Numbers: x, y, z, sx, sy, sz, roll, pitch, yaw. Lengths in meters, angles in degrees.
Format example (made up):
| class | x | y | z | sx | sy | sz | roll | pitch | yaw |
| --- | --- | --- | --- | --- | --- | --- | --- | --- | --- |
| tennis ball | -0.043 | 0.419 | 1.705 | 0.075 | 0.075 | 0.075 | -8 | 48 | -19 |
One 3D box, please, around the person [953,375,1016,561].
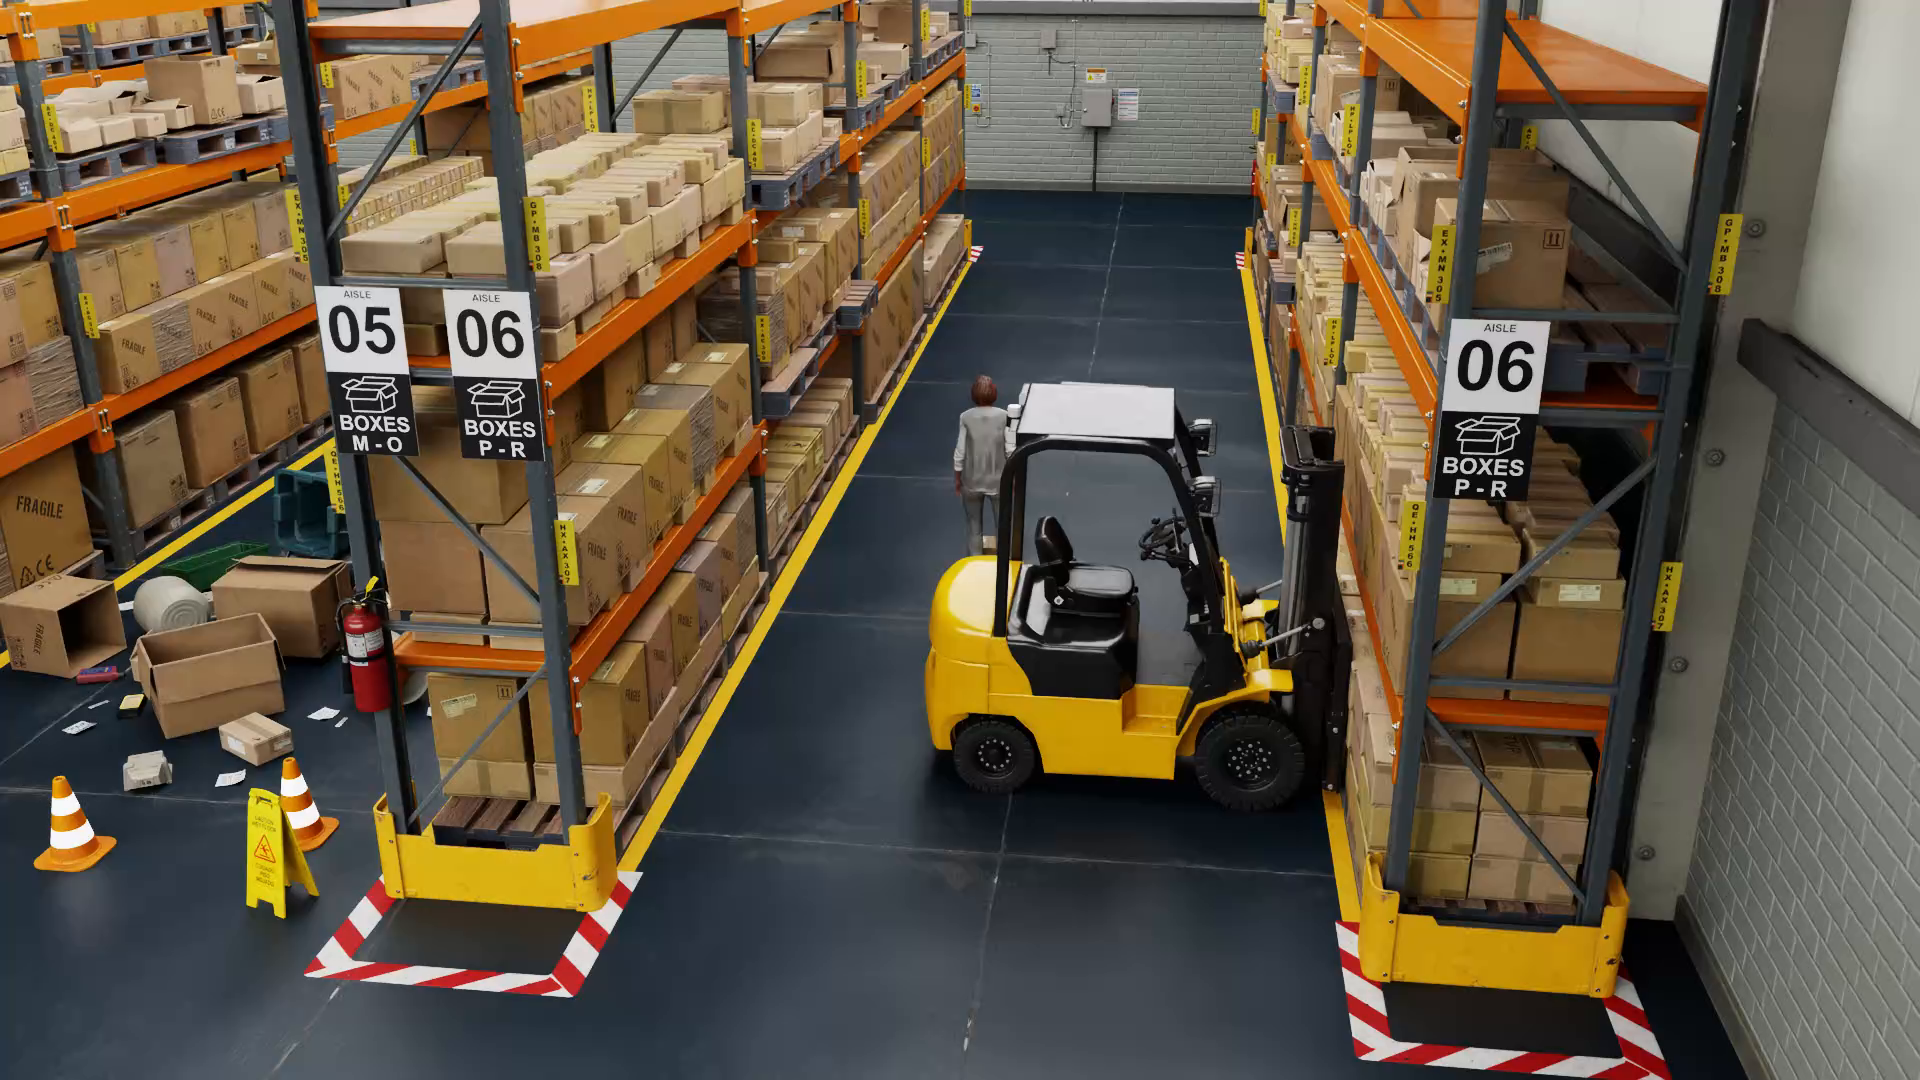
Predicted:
| class | x | y | z | sx | sy | sz | roll | pitch | yaw |
| --- | --- | --- | --- | --- | --- | --- | --- | --- | --- |
| person | 0.197 | -0.414 | 12.151 | 0.485 | 1.593 | 0.374 | 1 | 22 | 3 |
